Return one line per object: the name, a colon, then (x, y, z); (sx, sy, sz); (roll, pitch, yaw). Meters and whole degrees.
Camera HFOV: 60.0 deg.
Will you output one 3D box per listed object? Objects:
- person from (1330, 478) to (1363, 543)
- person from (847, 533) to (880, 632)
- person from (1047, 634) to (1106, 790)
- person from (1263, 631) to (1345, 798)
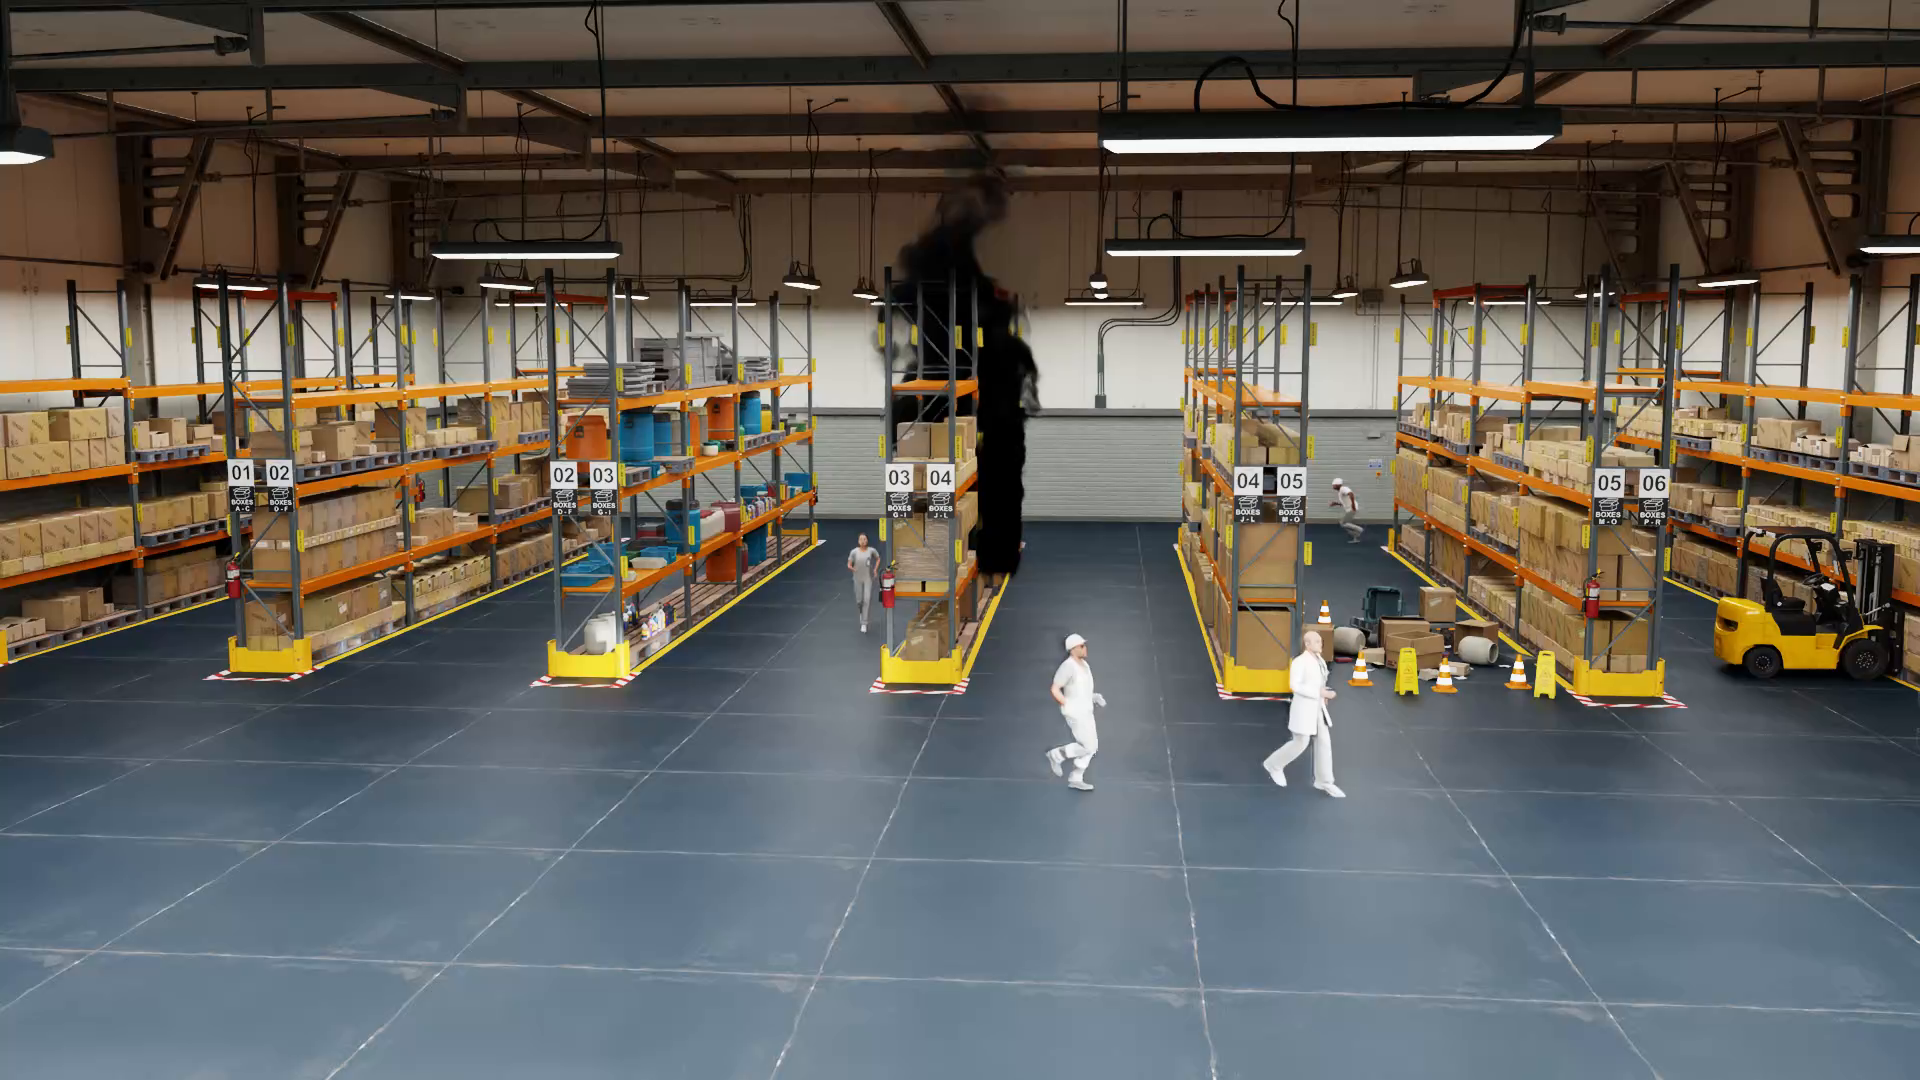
person: (9.424, -0.708, 40.535); (0.819, 1.595, 0.723); (2, 7, 13)
person: (-1.656, 0.701, 28.605); (0.568, 1.662, 0.935); (0, 7, -1)
person: (1.291, 1.907, 18.473); (0.596, 1.738, 0.658); (4, 8, 29)
person: (3.824, 1.892, 18.364); (0.947, 1.807, 0.732); (6, 9, 40)
